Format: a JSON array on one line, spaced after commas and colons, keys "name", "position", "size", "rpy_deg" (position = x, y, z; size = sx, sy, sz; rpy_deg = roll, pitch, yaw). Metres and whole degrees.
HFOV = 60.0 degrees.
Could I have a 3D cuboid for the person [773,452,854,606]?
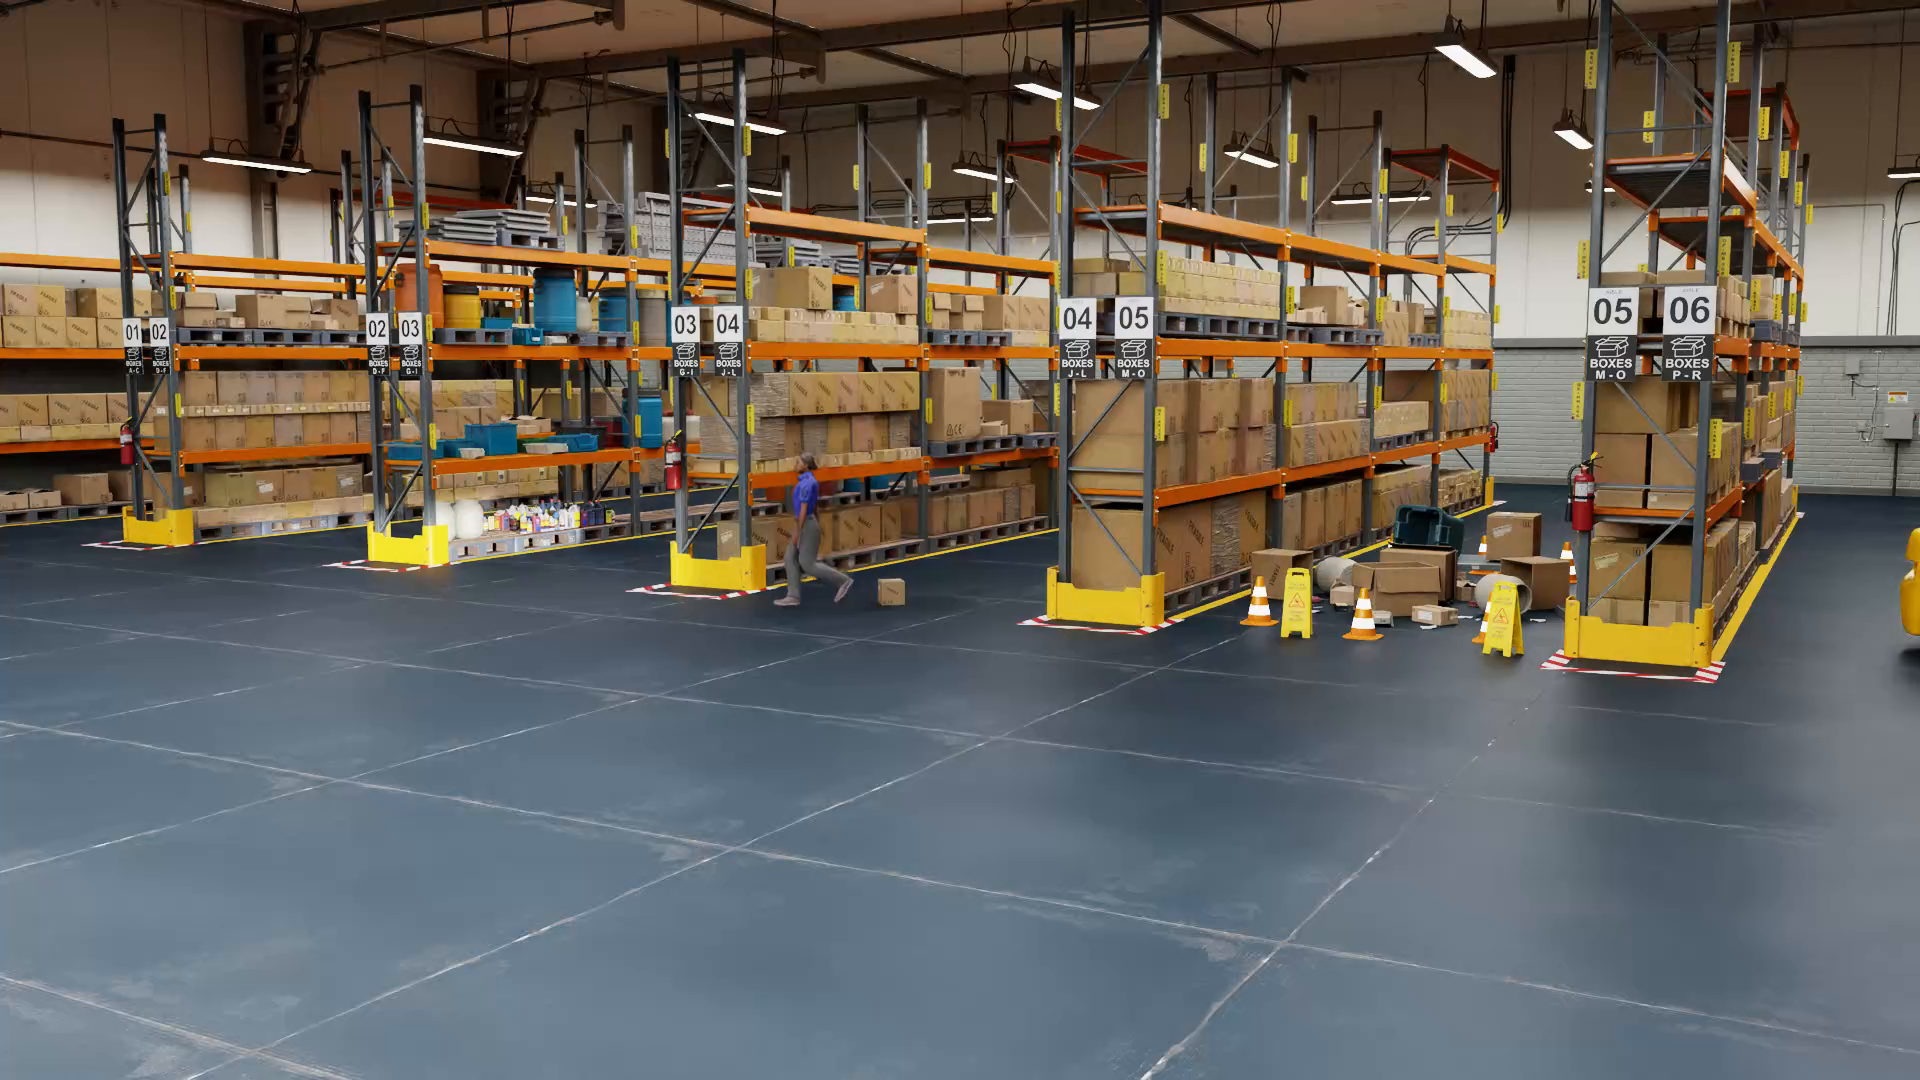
[{"name": "person", "position": [-1.539, -0.112, 17.378], "size": [0.846, 1.617, 0.459], "rpy_deg": [0, 6, -4]}]
